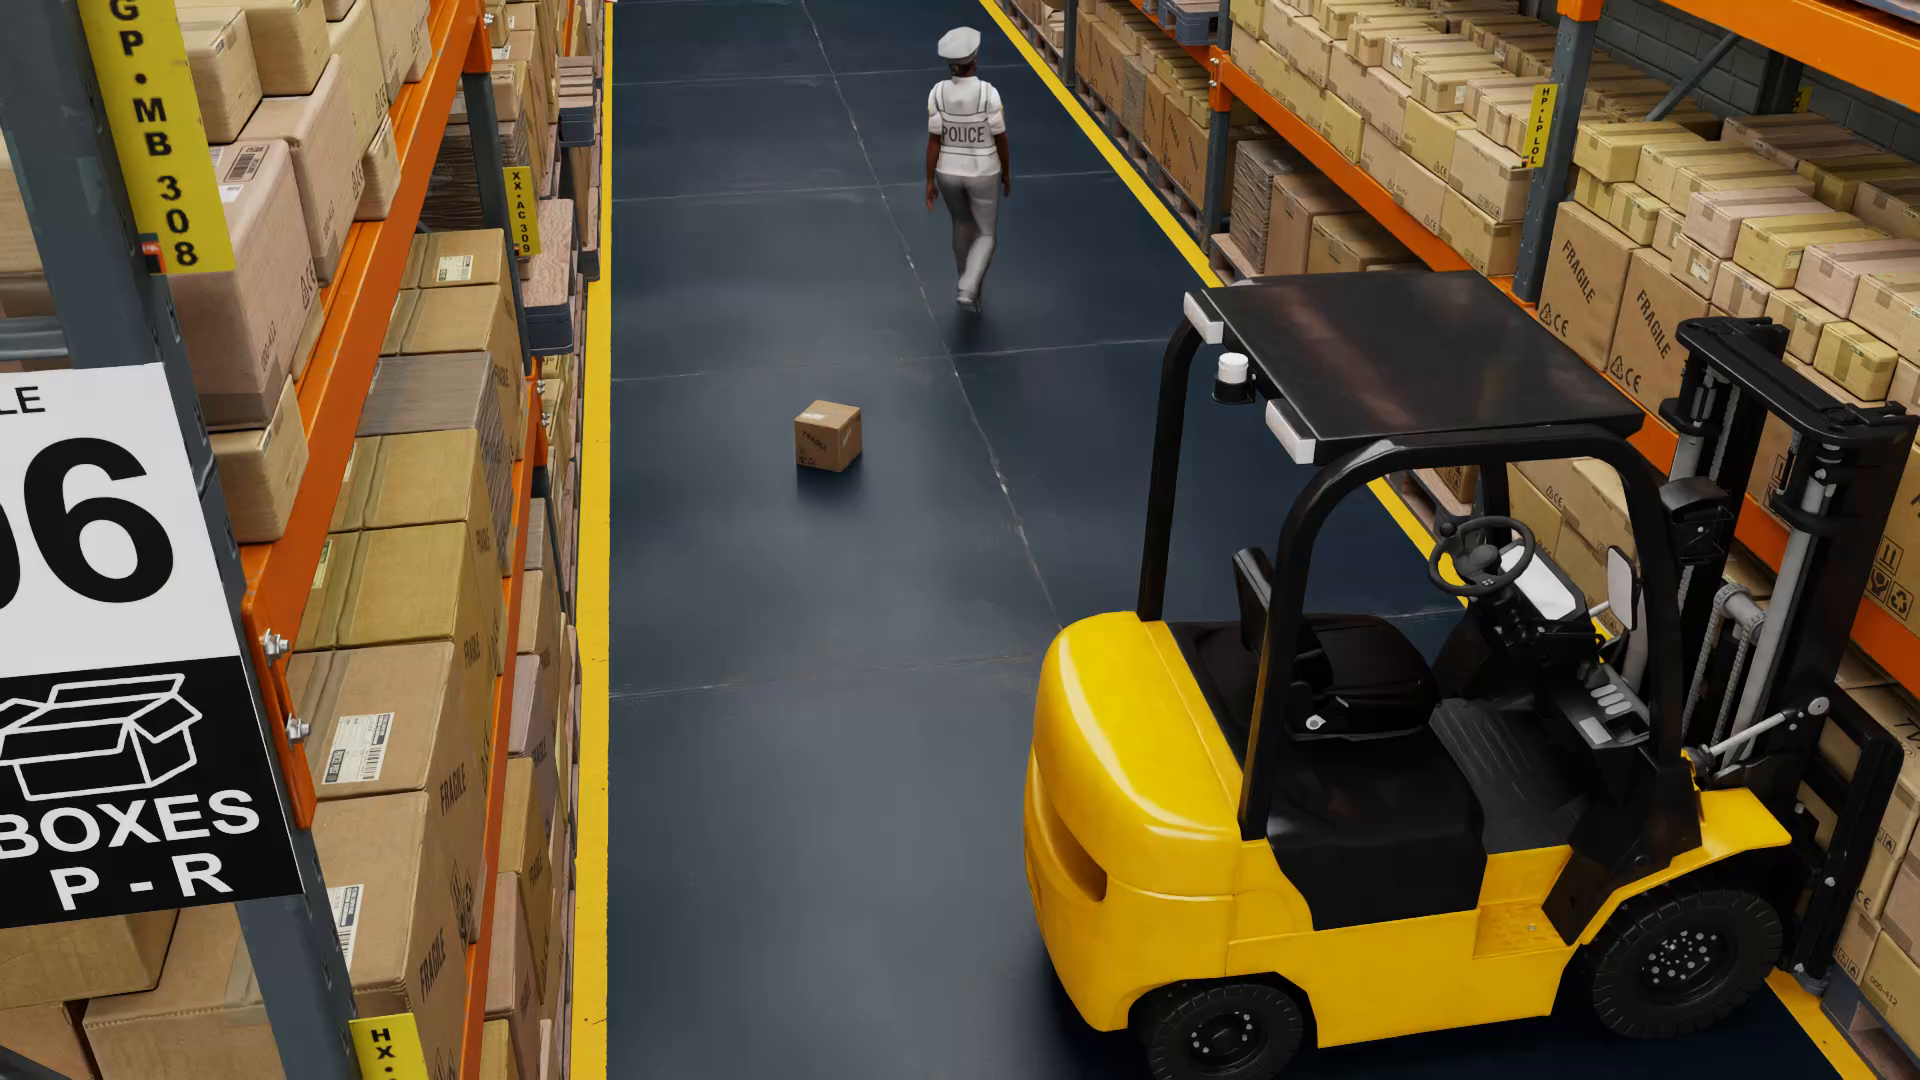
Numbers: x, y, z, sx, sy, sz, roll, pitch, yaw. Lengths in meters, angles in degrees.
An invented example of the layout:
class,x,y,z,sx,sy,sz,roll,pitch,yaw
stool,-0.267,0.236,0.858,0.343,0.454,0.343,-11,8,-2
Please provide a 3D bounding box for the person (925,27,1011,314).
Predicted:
class,x,y,z,sx,sy,sz,roll,pitch,yaw
person,0.049,-2.132,9.661,0.460,1.649,0.903,8,32,13
